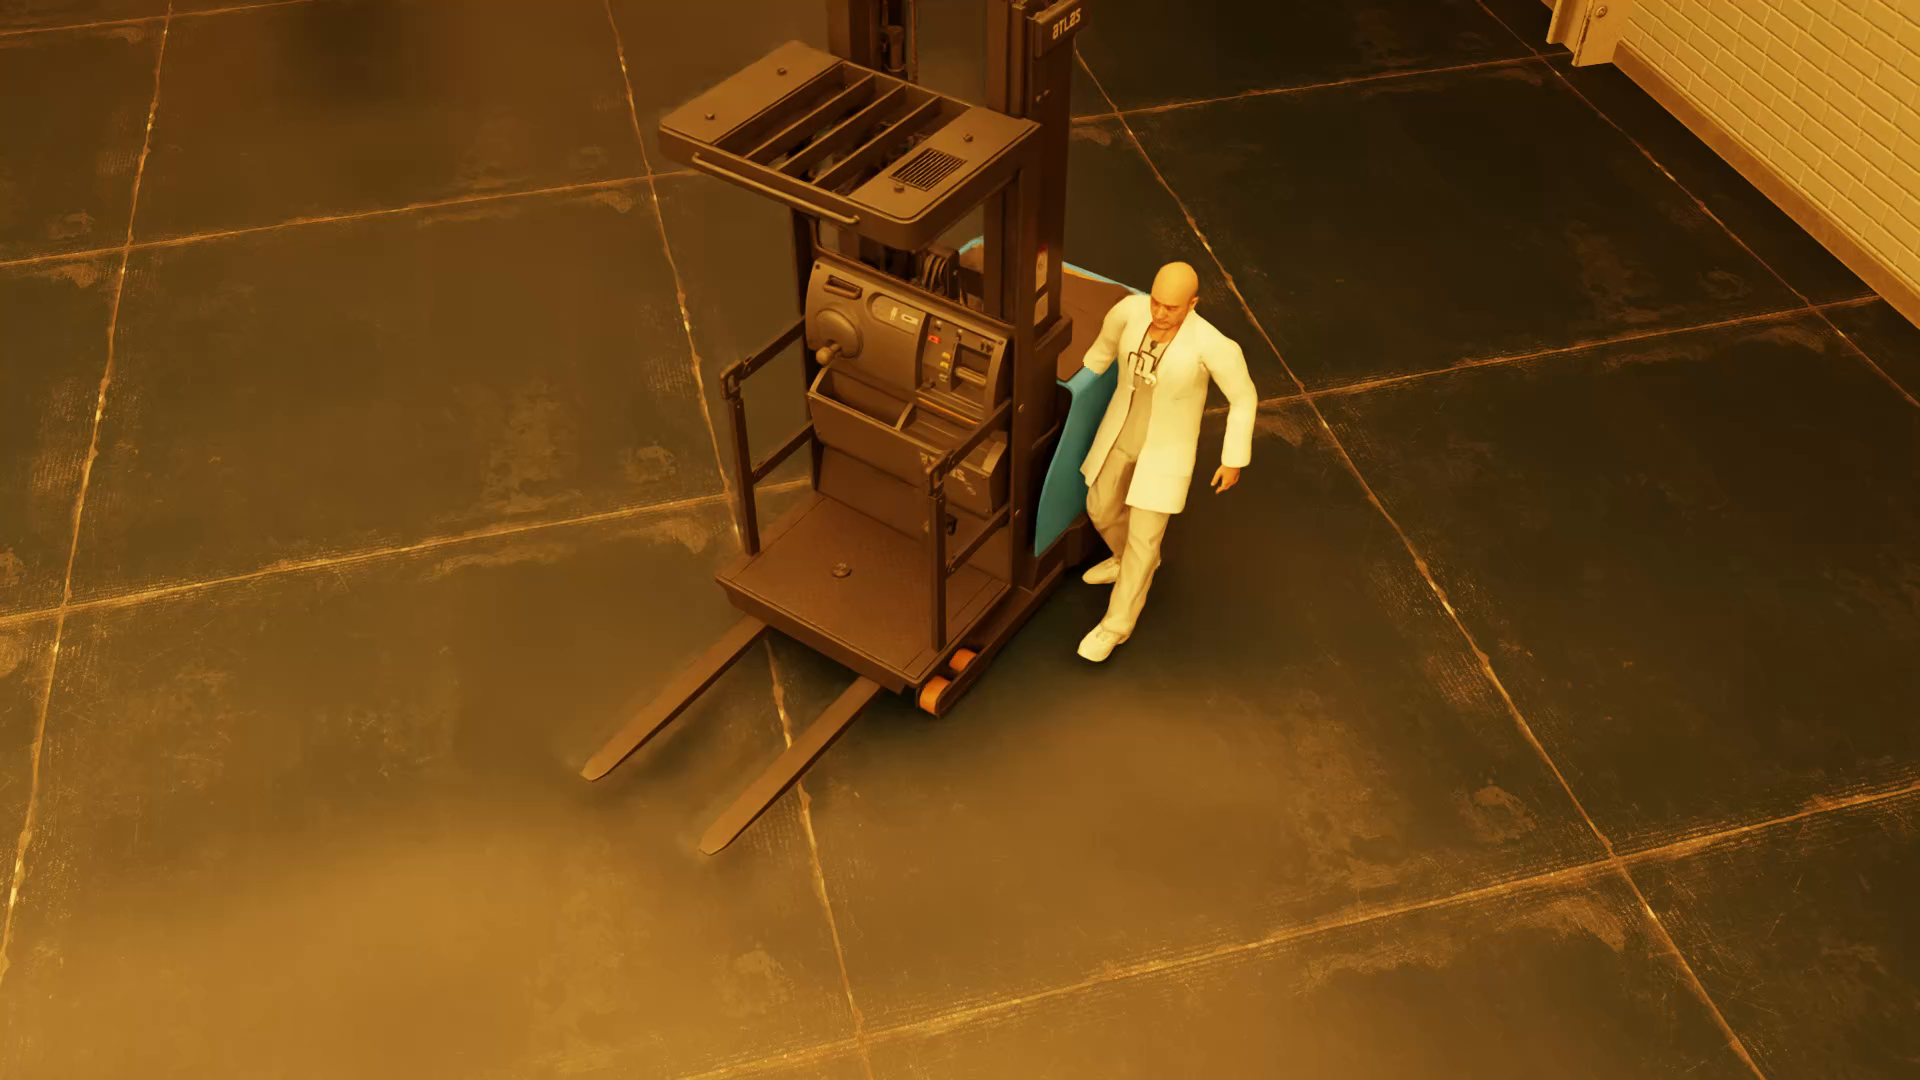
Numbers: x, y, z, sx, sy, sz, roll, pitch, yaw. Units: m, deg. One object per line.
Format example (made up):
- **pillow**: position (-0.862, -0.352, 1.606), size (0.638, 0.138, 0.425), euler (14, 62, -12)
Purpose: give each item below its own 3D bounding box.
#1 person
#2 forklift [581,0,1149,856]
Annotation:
- **person**: position (0.666, -0.318, 6.871), size (0.880, 1.748, 0.825), euler (29, 50, 27)
- **forklift**: position (-0.341, -0.708, 6.395), size (1.130, 2.935, 3.031), euler (26, 49, 25)
